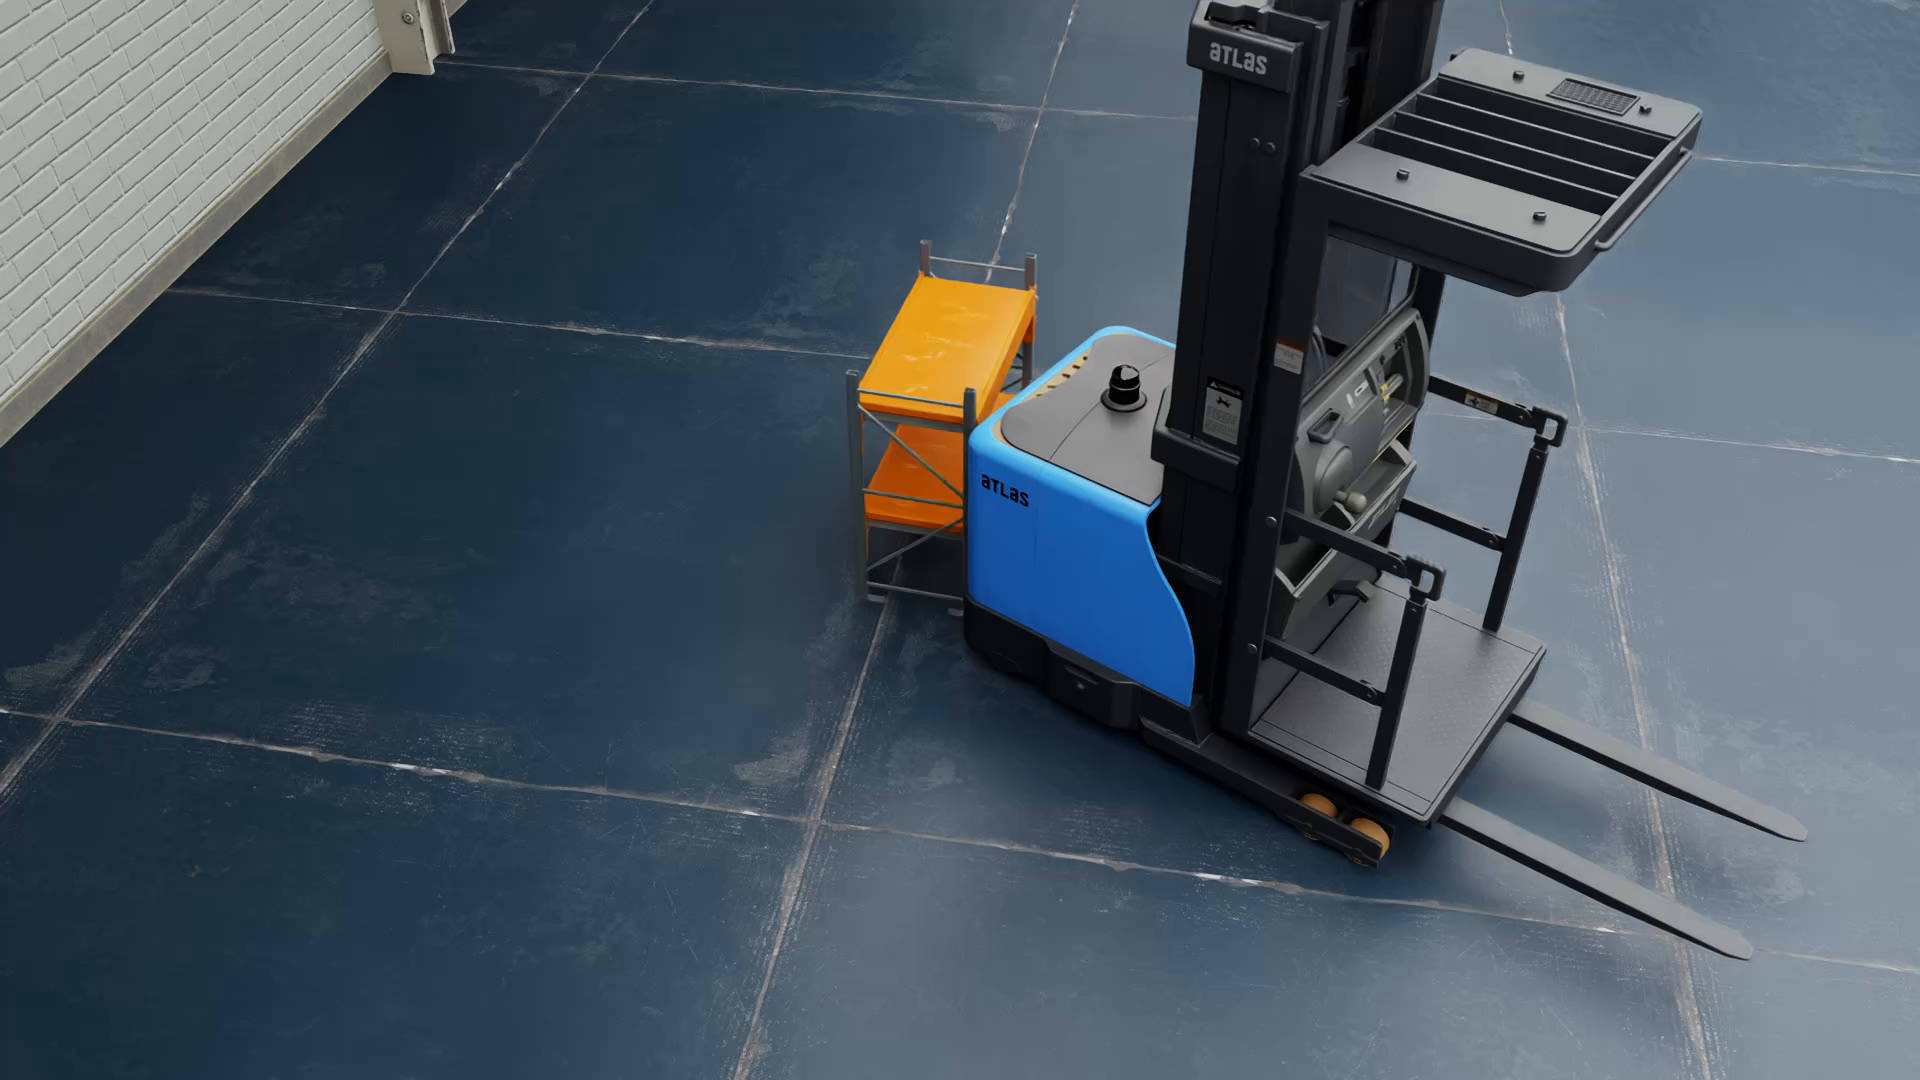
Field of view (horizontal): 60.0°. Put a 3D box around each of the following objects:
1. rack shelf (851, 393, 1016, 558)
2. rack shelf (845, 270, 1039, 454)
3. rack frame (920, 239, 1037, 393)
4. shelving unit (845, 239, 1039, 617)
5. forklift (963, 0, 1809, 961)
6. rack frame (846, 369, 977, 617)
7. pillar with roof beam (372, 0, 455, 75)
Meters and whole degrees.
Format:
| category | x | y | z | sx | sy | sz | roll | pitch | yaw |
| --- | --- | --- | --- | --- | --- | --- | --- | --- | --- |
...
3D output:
| category | x | y | z | sx | sy | sz | roll | pitch | yaw |
| --- | --- | --- | --- | --- | --- | --- | --- | --- | --- |
| rack shelf | -0.054 | -0.284 | 7.094 | 0.538 | 0.278 | 1.000 | 10 | 41 | 11 |
| rack shelf | -0.054 | -0.698 | 6.752 | 0.538 | 0.278 | 1.000 | 10 | 41 | 11 |
| rack frame | 0.075 | -0.786 | 7.317 | 0.500 | 1.125 | 0.032 | 10 | 41 | 11 |
| shelving unit | -0.054 | -0.472 | 6.939 | 0.538 | 1.125 | 1.048 | 10 | 41 | 11 |
| forklift | 1.498 | -0.370 | 5.397 | 3.031 | 2.935 | 1.130 | 26 | 46 | 28 |
| rack frame | -0.184 | -0.159 | 6.560 | 0.500 | 1.125 | 0.032 | 10 | 41 | 11 |
| pillar with roof beam | 0.640 | -6.199 | 7.686 | 9.100 | 9.000 | 0.400 | 6 | 40 | 8 |
